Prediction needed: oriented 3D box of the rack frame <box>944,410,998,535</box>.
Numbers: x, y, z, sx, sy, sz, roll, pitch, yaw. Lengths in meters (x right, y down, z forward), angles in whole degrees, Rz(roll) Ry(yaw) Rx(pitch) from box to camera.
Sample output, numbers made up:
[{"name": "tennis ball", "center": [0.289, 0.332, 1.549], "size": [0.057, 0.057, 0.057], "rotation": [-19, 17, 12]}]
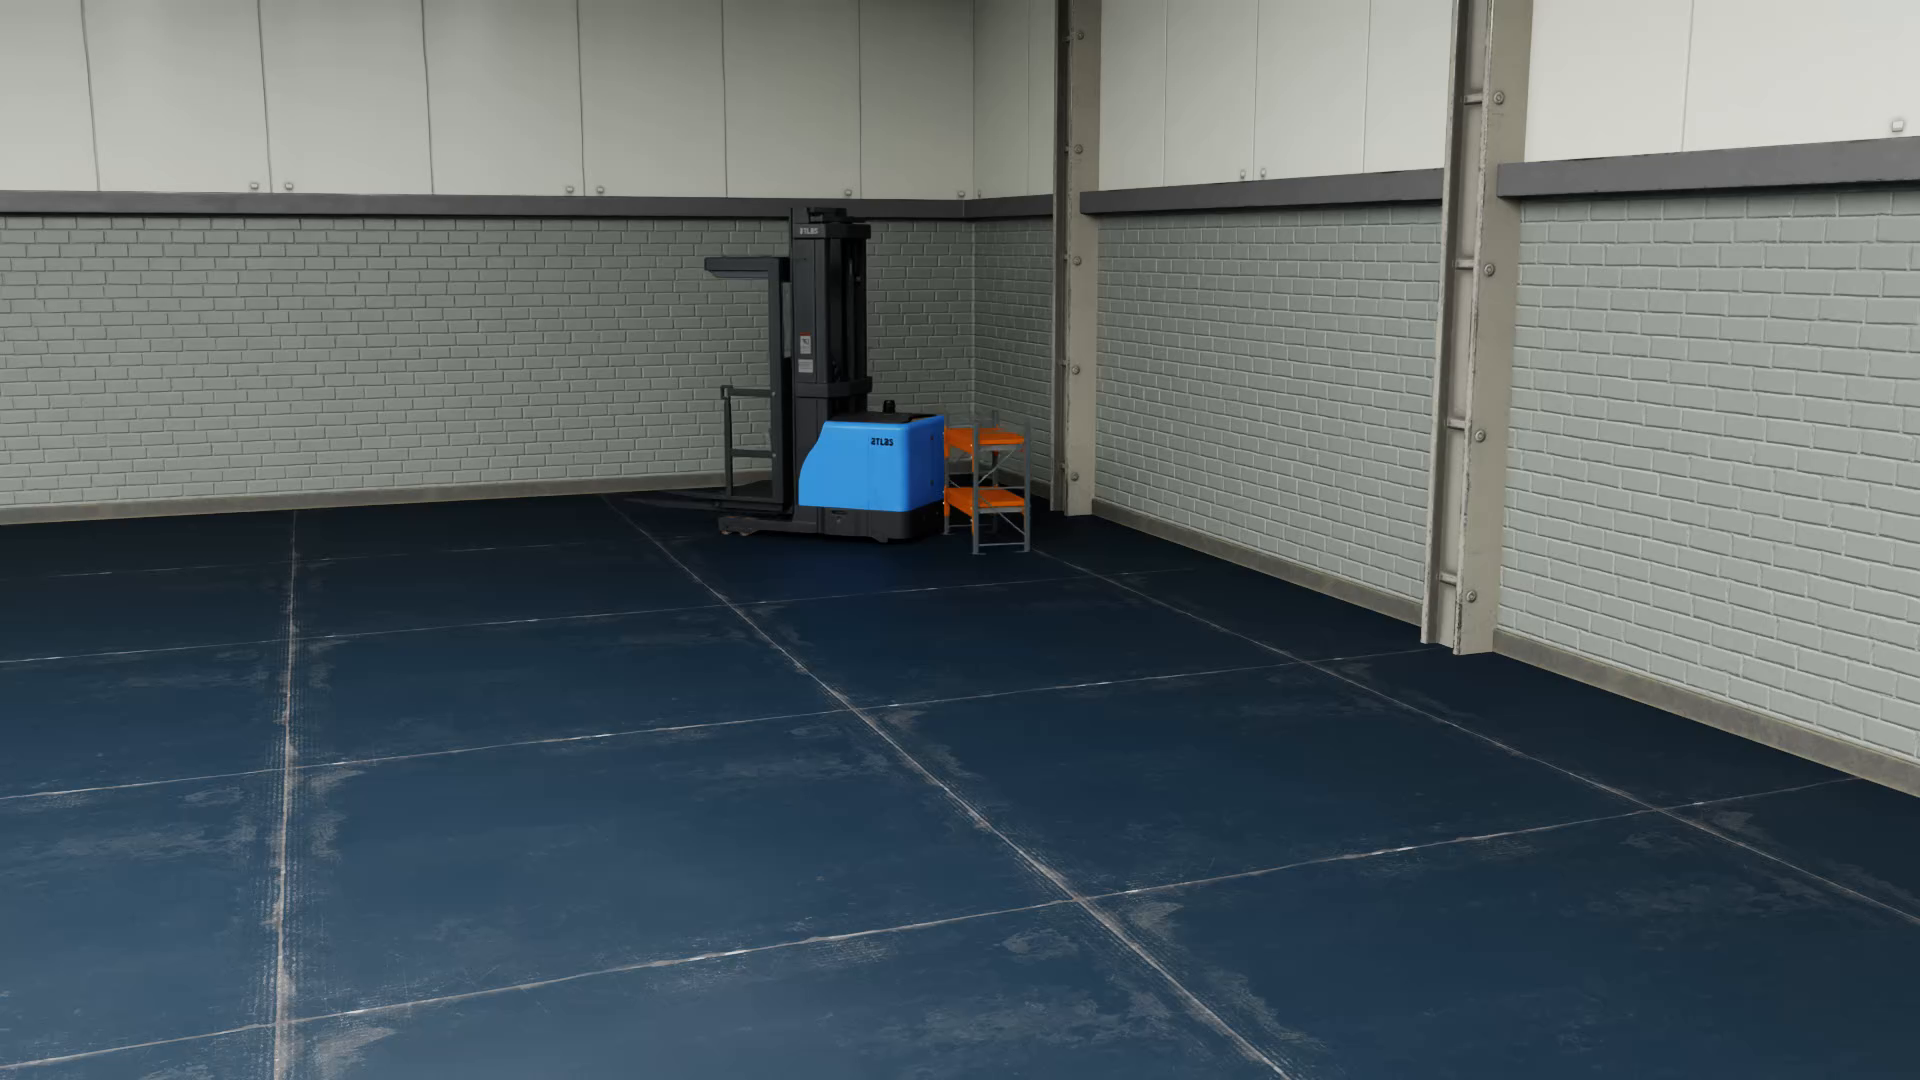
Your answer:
[{"name": "rack frame", "center": [0.099, -0.612, 15.147], "size": [0.500, 1.125, 0.032], "rotation": [-3, 10, -14]}]

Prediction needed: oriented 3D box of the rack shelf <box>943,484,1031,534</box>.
[{"name": "rack shelf", "center": [0.227, -0.285, 14.705], "size": [0.538, 0.278, 1.000], "rotation": [-3, 10, -14]}]

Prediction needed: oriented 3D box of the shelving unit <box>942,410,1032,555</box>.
[{"name": "shelving unit", "center": [0.227, -0.526, 14.662], "size": [0.538, 1.125, 1.048], "rotation": [-3, 10, -14]}]

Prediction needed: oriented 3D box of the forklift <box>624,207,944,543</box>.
[{"name": "forklift", "center": [-1.669, -1.561, 15.325], "size": [3.031, 2.935, 1.130], "rotation": [4, 11, 22]}]

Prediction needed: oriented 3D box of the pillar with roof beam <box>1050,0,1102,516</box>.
[{"name": "pillar with roof beam", "center": [-2.900, -4.435, 14.159], "size": [9.100, 9.000, 0.400], "rotation": [-4, 11, -21]}]

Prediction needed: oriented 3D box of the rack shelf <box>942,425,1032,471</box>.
[{"name": "rack shelf", "center": [0.227, -0.814, 14.611], "size": [0.538, 0.278, 1.000], "rotation": [-3, 10, -14]}]

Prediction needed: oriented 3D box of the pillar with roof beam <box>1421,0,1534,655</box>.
[{"name": "pillar with roof beam", "center": [-0.726, -3.456, 8.653], "size": [9.100, 9.000, 0.400], "rotation": [-4, 11, -21]}]

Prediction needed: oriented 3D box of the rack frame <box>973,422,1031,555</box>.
[{"name": "rack frame", "center": [0.356, -0.439, 14.178], "size": [0.500, 1.125, 0.032], "rotation": [-3, 10, -14]}]
